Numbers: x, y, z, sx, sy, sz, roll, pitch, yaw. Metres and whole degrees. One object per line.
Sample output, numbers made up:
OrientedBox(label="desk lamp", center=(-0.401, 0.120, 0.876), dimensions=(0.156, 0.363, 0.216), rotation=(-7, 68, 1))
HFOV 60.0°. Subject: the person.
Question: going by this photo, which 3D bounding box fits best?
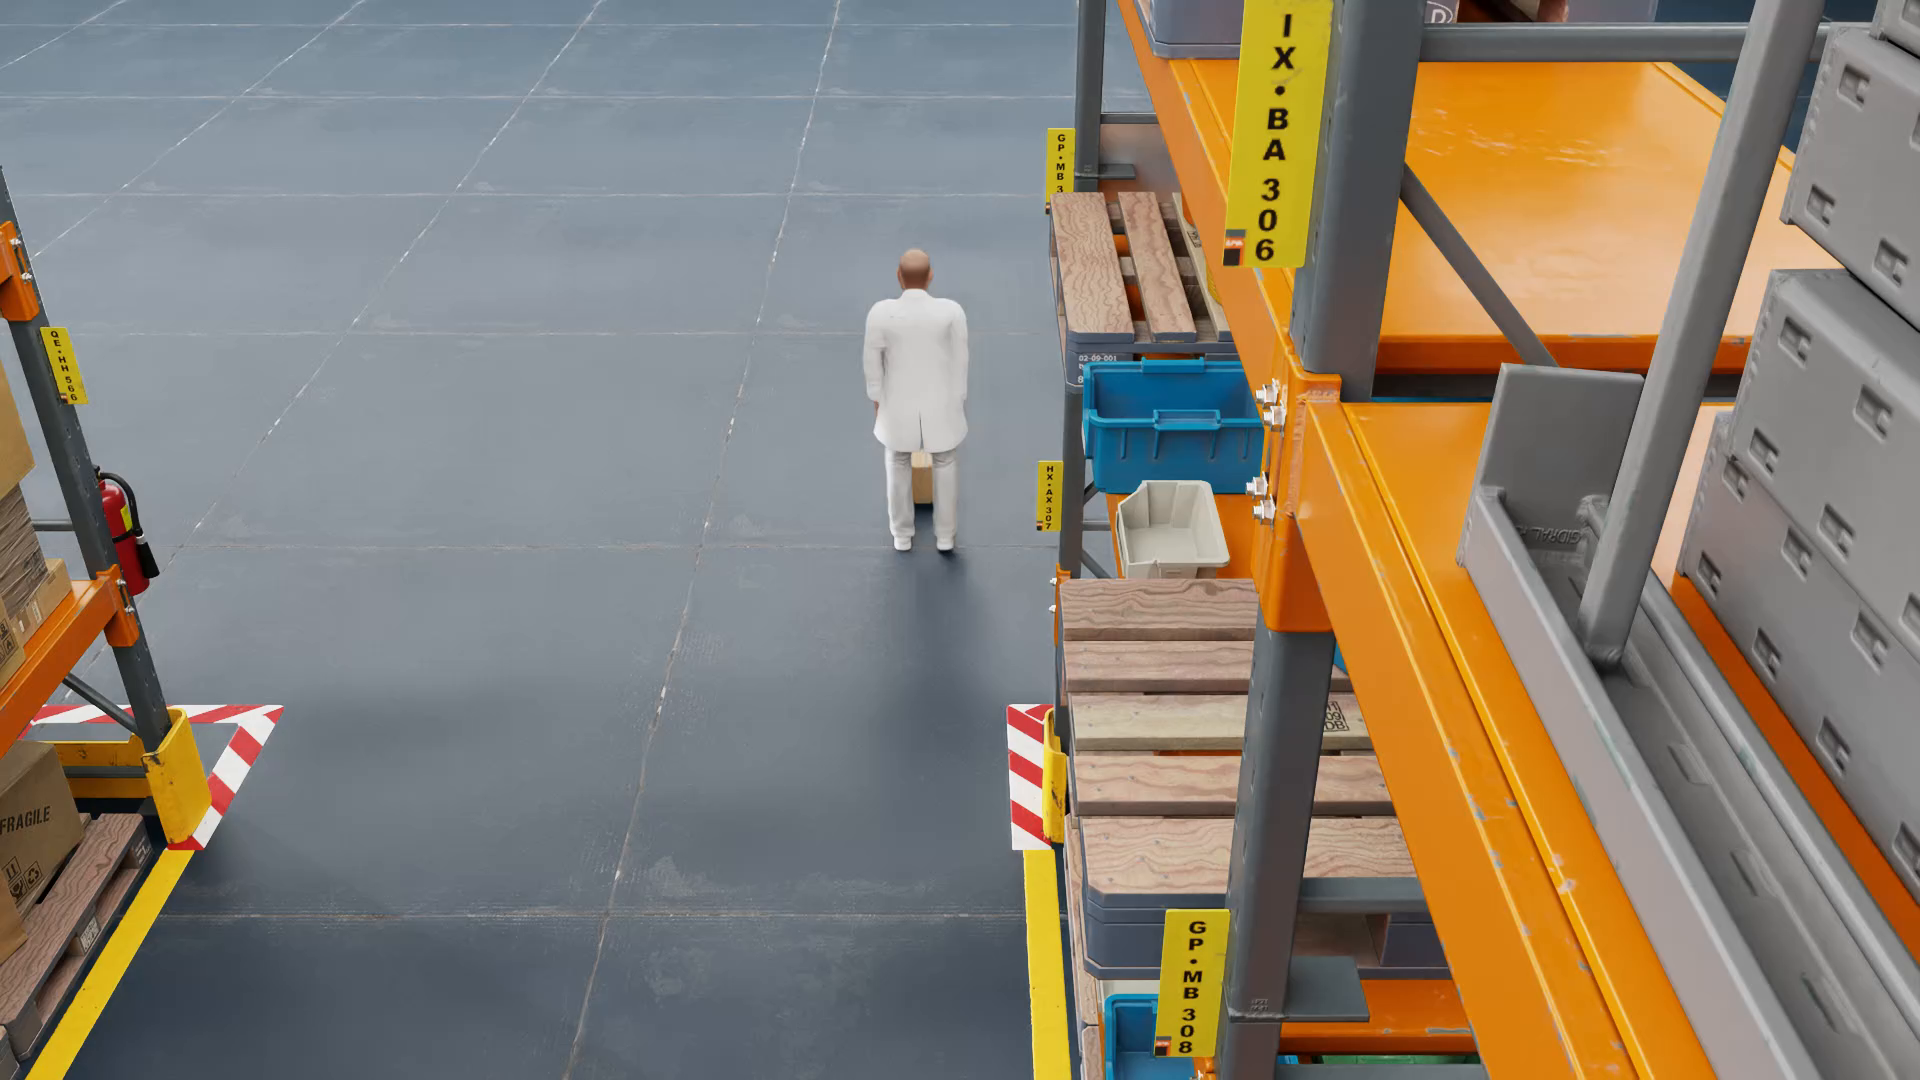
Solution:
OrientedBox(label="person", center=(-0.240, -0.762, 9.263), dimensions=(0.579, 1.747, 0.395), rotation=(1, 31, 1))
